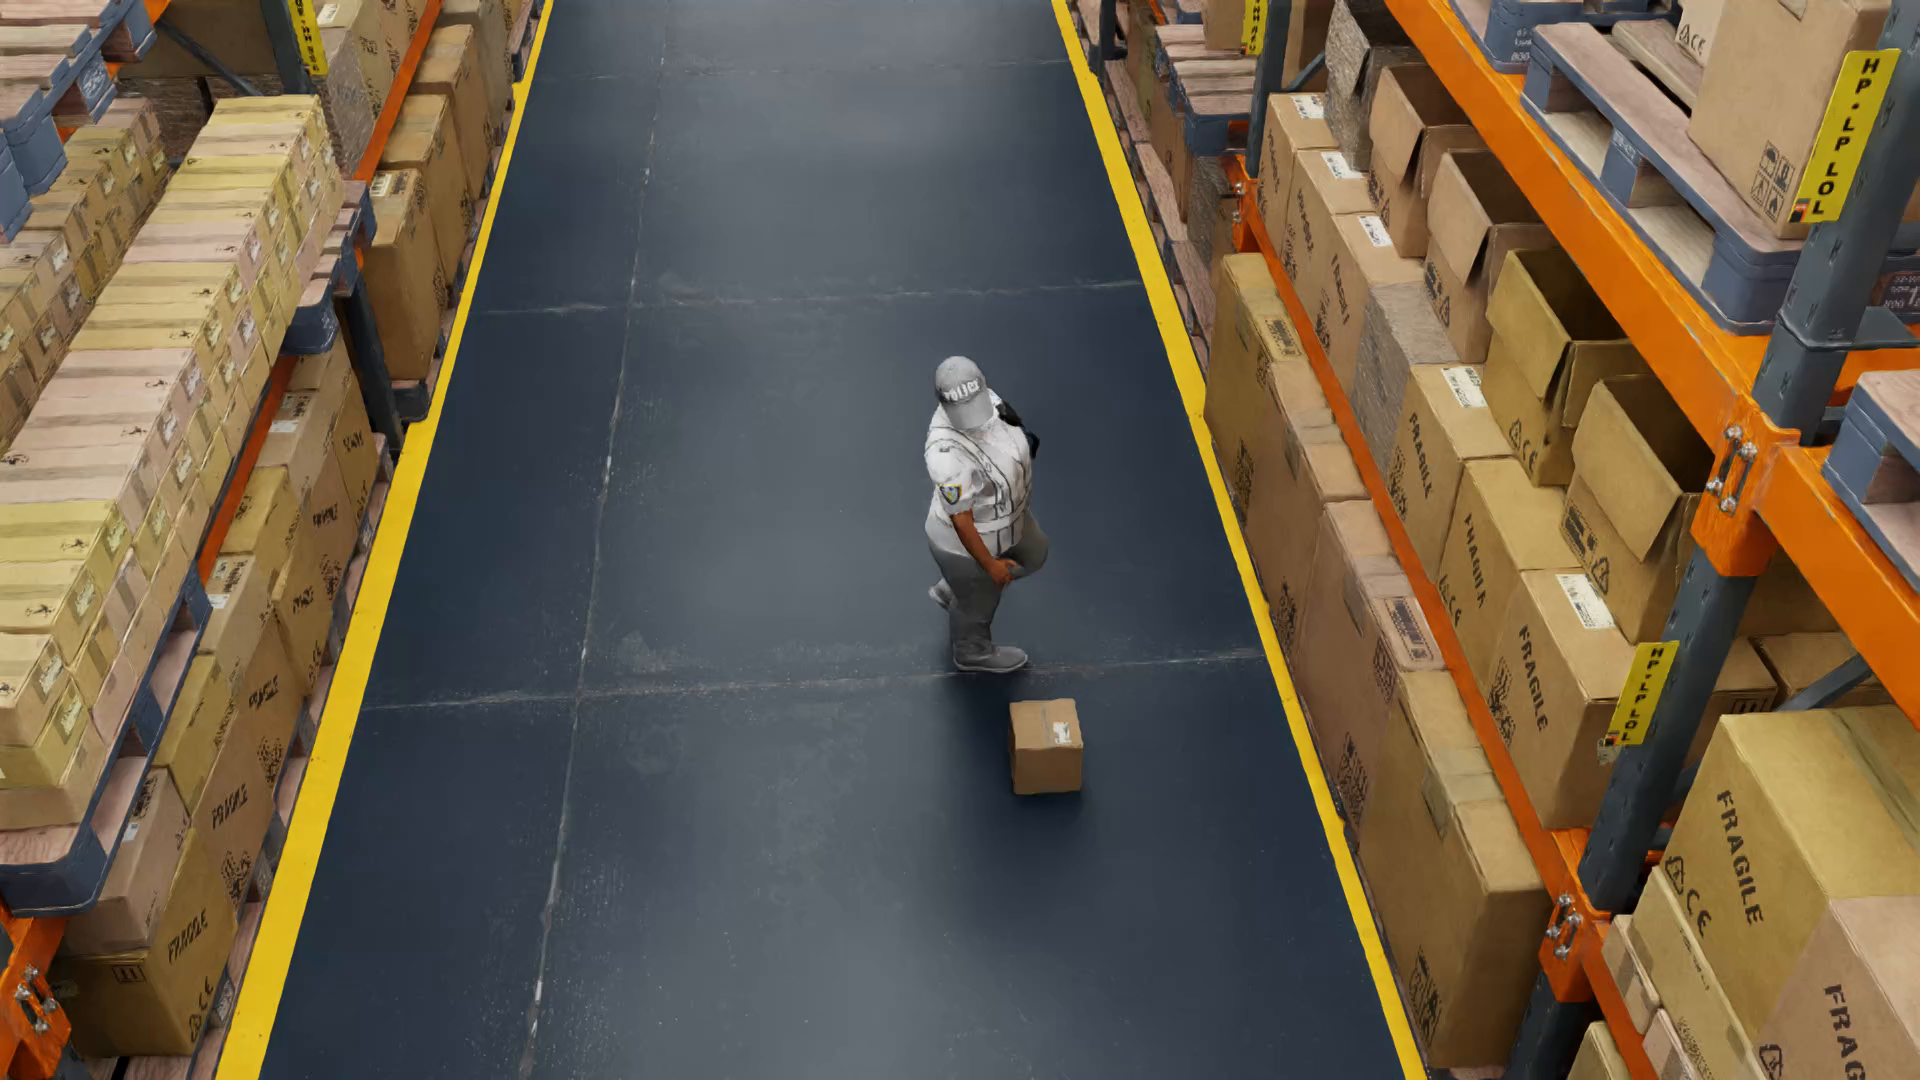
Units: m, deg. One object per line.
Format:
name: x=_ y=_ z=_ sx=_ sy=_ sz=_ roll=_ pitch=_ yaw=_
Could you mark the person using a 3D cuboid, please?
person: x=0.068 y=-0.075 z=6.264 sx=0.486 sy=1.622 sz=0.639 roll=8 pitch=40 yaw=10
